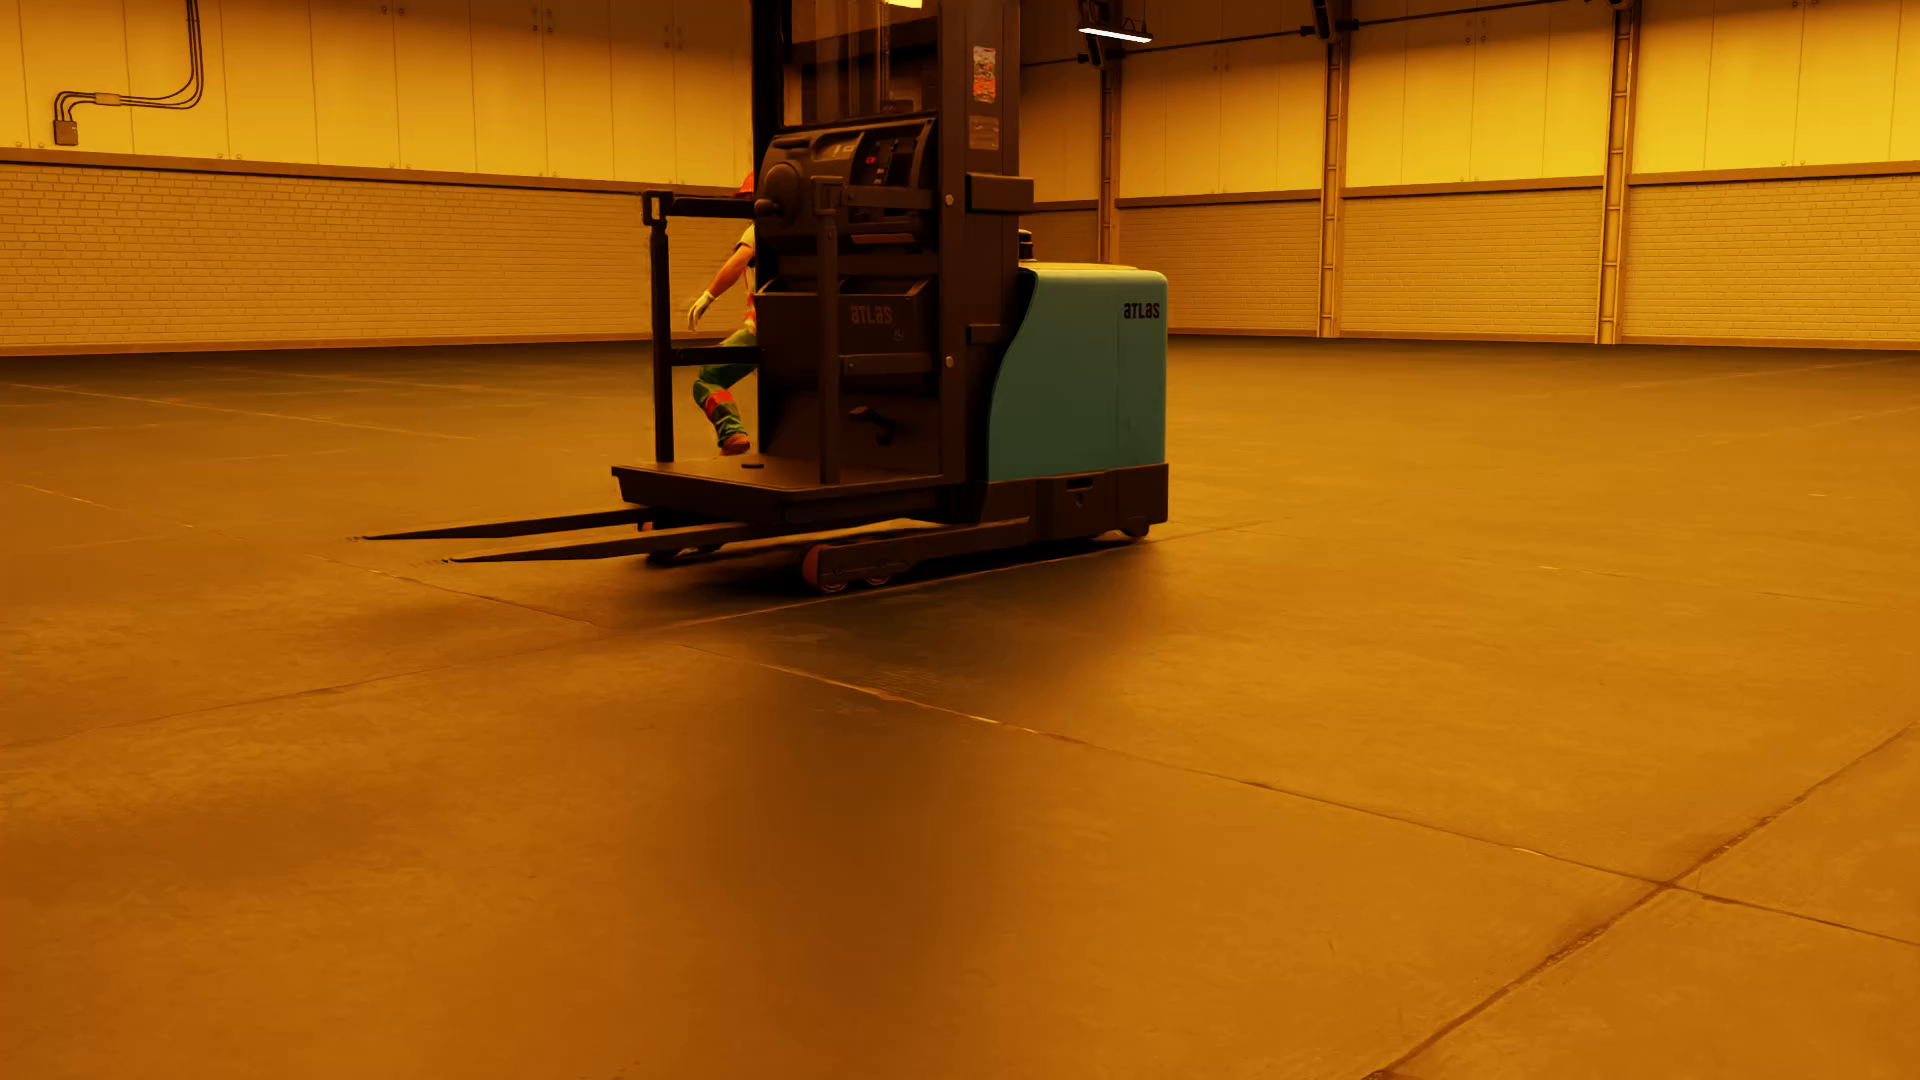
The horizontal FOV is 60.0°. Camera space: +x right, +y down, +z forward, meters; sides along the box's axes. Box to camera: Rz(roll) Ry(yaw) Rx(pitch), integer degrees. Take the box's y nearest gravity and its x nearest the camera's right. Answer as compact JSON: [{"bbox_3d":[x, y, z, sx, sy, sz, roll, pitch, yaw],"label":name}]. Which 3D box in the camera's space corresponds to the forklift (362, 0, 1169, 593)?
[{"bbox_3d":[-0.577,-1.359,5.900,3.031,2.935,1.130,-8,12,-42],"label":"forklift"}]

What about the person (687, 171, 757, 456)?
[{"bbox_3d":[-0.958,-1.098,8.711,0.505,1.655,1.158,7,11,38],"label":"person"}]
